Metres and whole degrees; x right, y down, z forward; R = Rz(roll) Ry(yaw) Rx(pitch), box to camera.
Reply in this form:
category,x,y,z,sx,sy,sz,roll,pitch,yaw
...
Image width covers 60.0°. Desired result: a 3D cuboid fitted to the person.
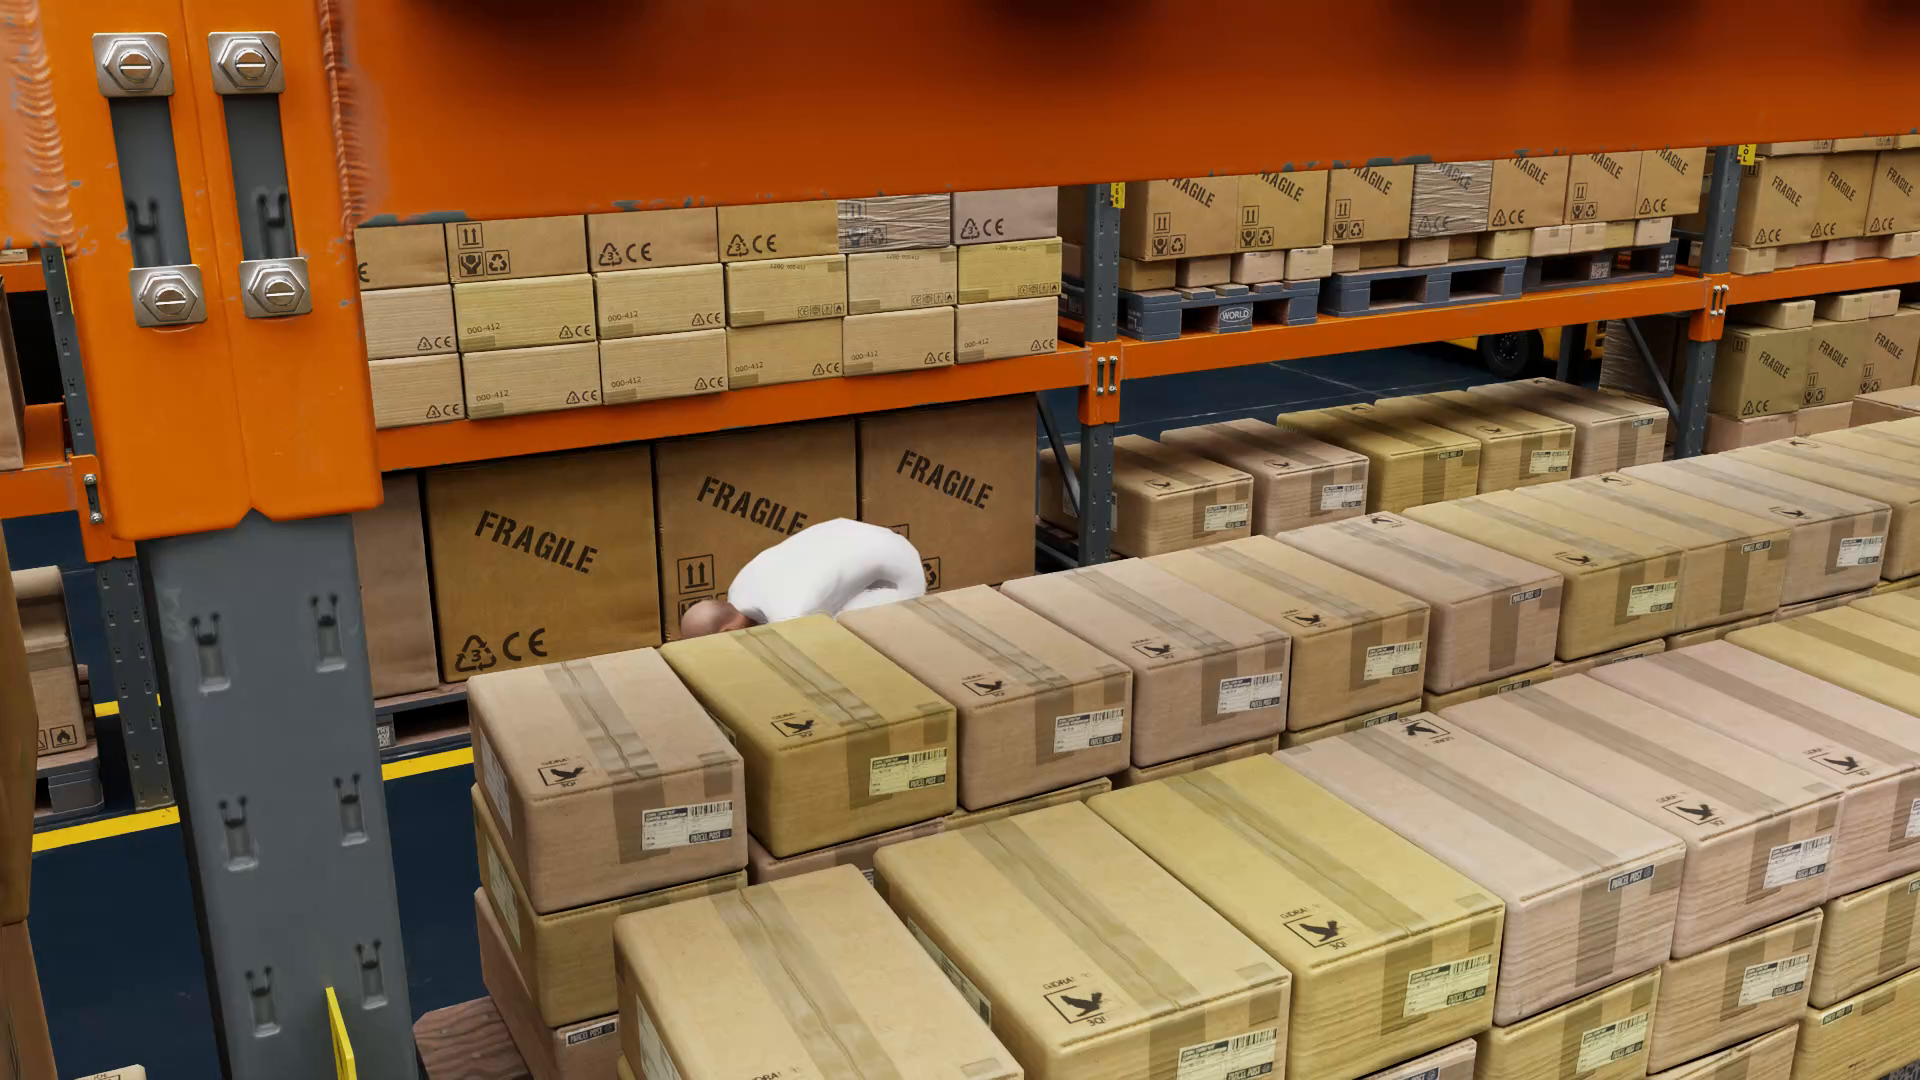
category,x,y,z,sx,sy,sz,roll,pitch,yaw
person,-0.566,0.430,6.068,0.944,0.966,0.594,-11,21,-29
